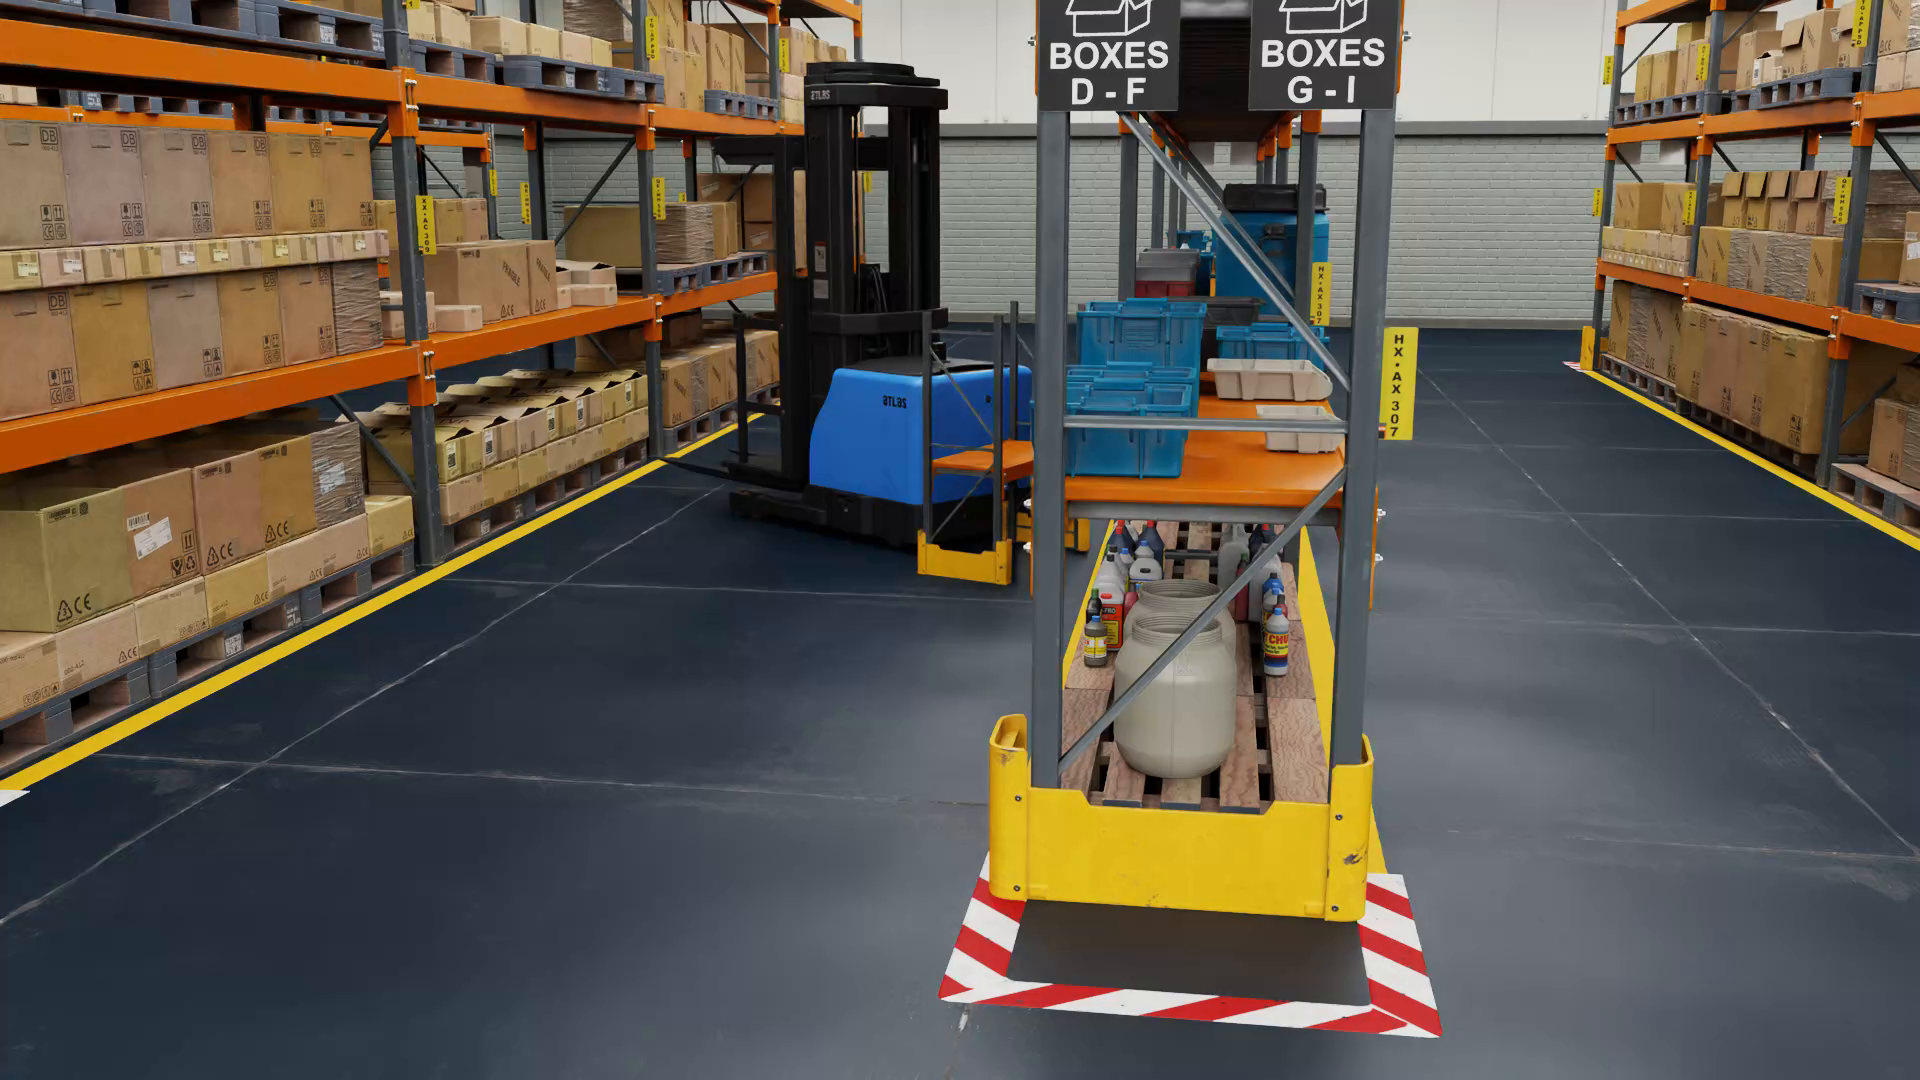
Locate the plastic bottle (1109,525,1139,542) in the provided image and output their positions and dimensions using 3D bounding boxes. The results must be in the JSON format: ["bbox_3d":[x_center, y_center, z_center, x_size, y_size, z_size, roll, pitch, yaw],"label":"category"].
[{"bbox_3d":[0.834,0.069,8.476,0.152,0.276,0.135,2,12,11],"label":"plastic bottle"}]

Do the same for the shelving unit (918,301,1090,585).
[{"bbox_3d":[0.276,-0.606,9.747,0.587,1.500,1.083,7,14,30],"label":"shelving unit"}]

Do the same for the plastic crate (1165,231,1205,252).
[{"bbox_3d":[2.304,-2.963,17.019,0.392,0.384,0.575,2,12,9],"label":"plastic crate"}]

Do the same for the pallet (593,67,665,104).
[{"bbox_3d":[-2.956,-3.392,12.441,1.213,0.211,1.003,2,12,11],"label":"pallet"}]

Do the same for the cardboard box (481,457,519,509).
[{"bbox_3d":[-3.169,-0.373,10.634,0.500,0.250,0.500,2,12,10],"label":"cardboard box"}]

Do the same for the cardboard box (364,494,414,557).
[{"bbox_3d":[-3.411,-0.087,9.307,0.500,0.250,0.500,2,12,9],"label":"cardboard box"}]

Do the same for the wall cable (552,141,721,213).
[{"bbox_3d":[-5.382,-6.568,26.979,3.097,2.526,0.112,2,12,9],"label":"wall cable"}]

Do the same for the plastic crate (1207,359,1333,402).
[{"bbox_3d":[1.339,-0.693,7.215,0.530,0.136,0.437,2,12,9],"label":"plastic crate"}]

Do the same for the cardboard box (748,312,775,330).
[{"bbox_3d":[-2.041,-2.381,19.302,0.797,0.503,0.637,2,12,9],"label":"cardboard box"}]

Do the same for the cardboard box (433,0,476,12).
[{"bbox_3d":[-3.357,-3.541,10.262,0.500,0.500,0.500,3,13,14],"label":"cardboard box"}]

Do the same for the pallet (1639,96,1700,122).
[{"bbox_3d":[7.789,-4.519,17.434,1.003,0.211,1.213,2,12,9],"label":"pallet"}]

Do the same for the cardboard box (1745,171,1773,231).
[{"bbox_3d":[7.256,-2.937,14.381,0.797,0.503,0.637,2,12,9],"label":"cardboard box"}]

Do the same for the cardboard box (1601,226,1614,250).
[{"bbox_3d":[7.738,-3.487,19.202,0.500,0.250,0.500,2,12,7],"label":"cardboard box"}]

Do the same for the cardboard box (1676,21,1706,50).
[{"bbox_3d":[7.758,-5.222,17.231,0.500,0.250,0.500,1,12,7],"label":"cardboard box"}]

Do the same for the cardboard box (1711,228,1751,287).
[{"bbox_3d":[7.069,-2.530,14.874,0.500,0.500,0.500,2,12,9],"label":"cardboard box"}]

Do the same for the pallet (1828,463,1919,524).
[{"bbox_3d":[6.726,-0.315,11.452,1.003,0.211,1.213,2,12,9],"label":"pallet"}]

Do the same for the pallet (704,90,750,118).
[{"bbox_3d":[-2.651,-4.020,15.352,1.213,0.211,1.003,2,12,9],"label":"pallet"}]

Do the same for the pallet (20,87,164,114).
[{"bbox_3d":[-7.789,-3.832,14.481,1.213,0.211,1.003,2,12,11],"label":"pallet"}]

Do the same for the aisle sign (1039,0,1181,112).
[{"bbox_3d":[0.419,-1.601,4.632,0.394,0.787,0.004,2,12,9],"label":"aisle sign"}]

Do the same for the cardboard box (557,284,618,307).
[{"bbox_3d":[-2.805,-1.843,12.522,0.380,0.149,0.250,2,12,9],"label":"cardboard box"}]

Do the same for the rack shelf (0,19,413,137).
[{"bbox_3d":[-3.863,-2.028,7.370,1.077,0.370,4.000,2,12,9],"label":"rack shelf"}]

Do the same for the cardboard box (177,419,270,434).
[{"bbox_3d":[-4.005,-0.366,8.824,0.500,0.500,0.500,2,12,9],"label":"cardboard box"}]

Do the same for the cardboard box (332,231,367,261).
[{"bbox_3d":[-3.425,-1.581,8.930,0.380,0.149,0.250,2,12,7],"label":"cardboard box"}]

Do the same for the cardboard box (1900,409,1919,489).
[{"bbox_3d":[6.692,-0.578,10.942,0.700,0.500,0.500,1,12,4],"label":"cardboard box"}]

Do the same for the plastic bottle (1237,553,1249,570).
[{"bbox_3d":[1.340,0.197,7.862,0.061,0.283,0.133,2,12,9],"label":"plastic bottle"}]

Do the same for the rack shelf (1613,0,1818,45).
[{"bbox_3d":[7.771,-5.475,17.195,1.077,0.370,4.000,2,12,9],"label":"rack shelf"}]

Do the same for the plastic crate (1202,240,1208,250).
[{"bbox_3d":[2.572,-3.236,18.646,0.416,0.233,0.300,2,12,9],"label":"plastic crate"}]

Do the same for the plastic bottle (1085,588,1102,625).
[{"bbox_3d":[0.573,0.356,7.126,0.061,0.283,0.133,2,12,10],"label":"plastic bottle"}]

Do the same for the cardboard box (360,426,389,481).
[{"bbox_3d":[-3.776,-0.558,10.163,0.500,0.311,0.500,2,12,9],"label":"cardboard box"}]

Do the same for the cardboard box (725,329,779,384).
[{"bbox_3d":[-2.118,-1.876,16.967,0.500,0.500,0.500,2,12,8],"label":"cardboard box"}]

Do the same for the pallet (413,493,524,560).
[{"bbox_3d":[-3.481,-0.121,10.554,1.003,0.211,1.213,2,12,9],"label":"pallet"}]

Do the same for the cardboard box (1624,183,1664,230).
[{"bbox_3d":[7.587,-3.641,18.139,0.500,0.500,0.500,2,12,7],"label":"cardboard box"}]

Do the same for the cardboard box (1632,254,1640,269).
[{"bbox_3d":[7.462,-2.999,17.888,0.380,0.149,0.250,2,12,7],"label":"cardboard box"}]

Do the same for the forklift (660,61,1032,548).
[{"bbox_3d":[-0.915,-1.632,11.111,1.130,2.935,3.031,-12,17,-43],"label":"forklift"}]

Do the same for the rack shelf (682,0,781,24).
[{"bbox_3d":[-2.633,-4.964,14.824,1.077,0.370,4.000,2,12,9],"label":"rack shelf"}]

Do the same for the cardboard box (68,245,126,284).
[{"bbox_3d":[-3.740,-1.152,6.944,0.380,0.149,0.250,1,12,7],"label":"cardboard box"}]

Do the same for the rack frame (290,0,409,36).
[{"bbox_3d":[-3.555,-4.262,8.910,1.000,3.000,0.127,2,12,9],"label":"rack frame"}]

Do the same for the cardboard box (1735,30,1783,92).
[{"bbox_3d":[7.384,-4.273,14.844,0.700,0.500,0.500,2,12,10],"label":"cardboard box"}]

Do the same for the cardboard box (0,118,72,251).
[{"bbox_3d":[-4.002,-1.397,6.540,0.700,0.500,0.500,2,12,7],"label":"cardboard box"}]

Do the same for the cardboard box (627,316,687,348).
[{"bbox_3d":[-2.871,-1.949,15.527,0.500,0.250,0.500,2,12,8],"label":"cardboard box"}]

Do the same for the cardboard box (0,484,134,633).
[{"bbox_3d":[-3.793,0.067,6.813,0.500,0.500,0.500,2,12,9],"label":"cardboard box"}]

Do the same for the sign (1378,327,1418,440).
[{"bbox_3d":[1.266,-0.452,4.814,0.100,0.325,0.005,2,12,9],"label":"sign"}]

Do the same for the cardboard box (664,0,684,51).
[{"bbox_3d":[-2.710,-4.469,14.380,0.500,0.500,0.500,2,12,9],"label":"cardboard box"}]

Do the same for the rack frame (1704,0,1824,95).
[{"bbox_3d":[7.463,-5.606,15.145,1.000,3.000,0.127,2,12,9],"label":"rack frame"}]

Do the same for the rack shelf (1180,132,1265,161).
[{"bbox_3d":[2.877,-4.365,18.213,1.077,0.370,4.000,2,12,9],"label":"rack shelf"}]

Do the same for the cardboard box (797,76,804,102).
[{"bbox_3d":[-1.930,-4.830,17.832,0.500,0.250,0.500,2,12,9],"label":"cardboard box"}]

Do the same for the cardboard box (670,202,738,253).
[{"bbox_3d":[-2.619,-3.158,16.791,0.700,0.500,0.500,-2,12,-10],"label":"cardboard box"}]

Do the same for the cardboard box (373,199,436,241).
[{"bbox_3d":[-6.901,-3.717,19.909,0.980,0.700,0.700,1,12,6],"label":"cardboard box"}]

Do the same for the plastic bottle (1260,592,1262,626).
[{"bbox_3d":[1.425,0.294,7.605,0.097,0.201,0.097,0,12,0],"label":"plastic bottle"}]
